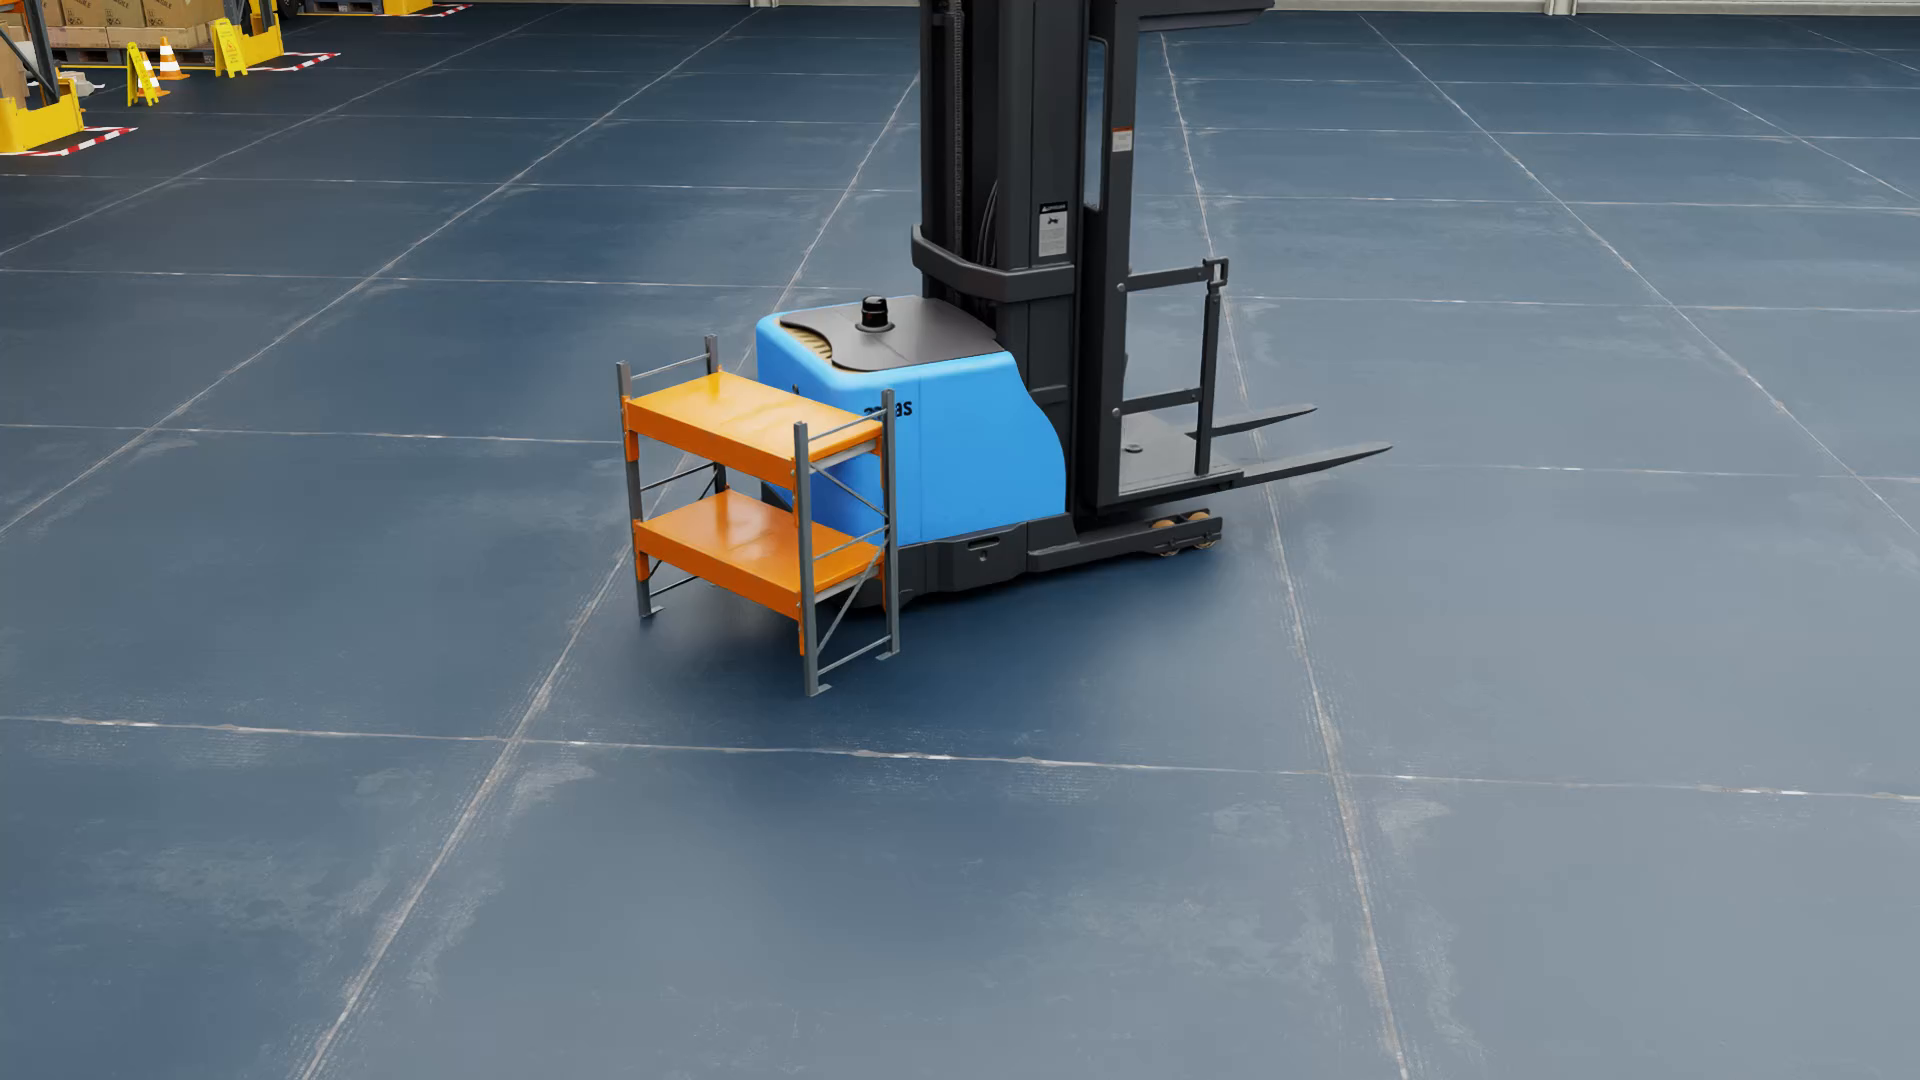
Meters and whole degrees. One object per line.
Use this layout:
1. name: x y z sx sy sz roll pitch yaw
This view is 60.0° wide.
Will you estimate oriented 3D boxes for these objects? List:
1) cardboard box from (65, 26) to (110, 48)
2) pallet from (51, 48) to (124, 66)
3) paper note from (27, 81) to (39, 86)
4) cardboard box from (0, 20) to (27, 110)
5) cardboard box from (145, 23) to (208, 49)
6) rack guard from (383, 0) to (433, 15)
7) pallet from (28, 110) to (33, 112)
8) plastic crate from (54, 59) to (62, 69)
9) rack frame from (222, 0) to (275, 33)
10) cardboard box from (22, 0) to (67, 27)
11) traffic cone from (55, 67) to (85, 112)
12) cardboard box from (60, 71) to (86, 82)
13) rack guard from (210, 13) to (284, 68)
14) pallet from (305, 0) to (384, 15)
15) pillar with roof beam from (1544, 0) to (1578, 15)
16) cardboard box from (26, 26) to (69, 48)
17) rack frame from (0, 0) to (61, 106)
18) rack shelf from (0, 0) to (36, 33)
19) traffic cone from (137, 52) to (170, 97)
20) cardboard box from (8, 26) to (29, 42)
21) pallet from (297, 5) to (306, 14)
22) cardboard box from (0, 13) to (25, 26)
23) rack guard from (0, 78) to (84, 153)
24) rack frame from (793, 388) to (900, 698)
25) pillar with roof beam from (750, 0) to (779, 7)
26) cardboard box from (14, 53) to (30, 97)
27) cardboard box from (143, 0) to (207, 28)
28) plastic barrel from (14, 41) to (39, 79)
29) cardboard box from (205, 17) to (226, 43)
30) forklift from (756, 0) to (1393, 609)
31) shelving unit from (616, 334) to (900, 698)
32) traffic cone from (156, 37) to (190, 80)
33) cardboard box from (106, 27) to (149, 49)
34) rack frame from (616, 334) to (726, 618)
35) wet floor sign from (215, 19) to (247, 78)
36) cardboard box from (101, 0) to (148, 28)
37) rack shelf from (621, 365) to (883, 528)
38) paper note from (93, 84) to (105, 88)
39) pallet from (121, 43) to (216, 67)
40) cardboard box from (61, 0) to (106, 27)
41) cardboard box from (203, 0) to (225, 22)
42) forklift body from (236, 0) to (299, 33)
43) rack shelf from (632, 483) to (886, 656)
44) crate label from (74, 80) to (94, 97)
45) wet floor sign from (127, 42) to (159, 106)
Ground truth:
1. cardboard box: -10.614 -6.218 20.461 0.500 0.250 0.500 1 25 2
2. pallet: -10.846 -6.145 20.851 1.213 0.211 1.003 2 25 4
3. paper note: -10.680 -5.264 19.168 0.142 0.019 0.148 11 27 22
4. cardboard box: -9.709 -4.481 15.940 0.875 0.875 0.875 2 25 4
5. cardboard box: -9.600 -6.184 20.388 0.500 0.250 0.500 2 25 4
6. rack guard: -8.349 -8.261 25.104 0.348 0.500 1.175 2 25 4
7. pallet: -9.831 -3.988 16.164 1.213 0.211 1.003 2 25 4
8. plastic crate: -11.235 -5.738 20.124 0.583 0.080 0.402 -7 26 -14
9. rack frame: -8.749 -7.328 20.087 0.127 3.000 1.000 2 25 4
10. cardboard box: -11.119 -6.577 20.346 0.500 0.500 0.500 3 25 7
11. traffic cone: -9.448 -4.718 17.450 0.334 0.463 0.336 2 25 4
12. cardboard box: -10.210 -5.233 18.945 0.250 0.149 0.380 16 29 31
13. rack guard: -8.825 -6.195 20.615 0.348 0.500 1.175 2 25 4
14. pallet: -9.139 -8.137 25.182 1.213 0.211 1.003 2 25 4
15. pillar with roof beam: 8.619 -10.150 19.043 0.400 9.000 9.100 2 25 4
16. cardboard box: -11.108 -6.238 20.505 0.500 0.250 0.500 2 25 3
17. rack frame: -9.028 -5.262 15.597 0.127 3.000 1.000 2 25 4
18. rack shelf: -11.022 -4.999 15.886 4.000 0.370 1.077 2 25 4
19. traffic cone: -9.023 -5.178 18.450 0.334 0.463 0.336 2 25 4
20. cardboard box: -11.637 -6.254 20.540 0.500 0.250 0.500 3 25 7
21. pallet: -10.352 -8.177 25.269 1.213 0.211 1.003 2 25 4
22. cardboard box: -11.635 -6.595 20.383 0.500 0.500 0.500 3 25 6
23. rack guard: -9.004 -4.125 16.117 0.348 0.500 1.175 2 25 4
24. rack frame: -0.423 0.018 6.366 0.032 1.125 0.500 20 32 37
25. pillar with roof beam: -3.345 -10.534 19.878 0.400 9.000 9.100 2 25 4
26. cardboard box: -10.694 -5.195 18.438 0.637 0.503 0.797 -17 30 -32
27. cardboard box: -9.568 -6.527 20.237 0.500 0.500 0.500 2 25 4
28. plastic barrel: -10.925 -5.593 19.398 0.421 0.421 0.512 22 33 39
29. cardboard box: -9.532 -6.411 20.881 0.500 0.250 0.500 2 25 4
30. forklift: 0.641 -1.441 7.374 3.031 2.935 1.130 -12 27 -24
31. shelving unit: -0.804 -0.123 6.672 1.048 1.125 0.538 20 32 37
32. traffic cone: -9.277 -5.652 19.479 0.334 0.463 0.336 2 25 4
33. cardboard box: -10.092 -6.203 20.430 0.500 0.250 0.500 2 25 4
34. rack frame: -1.185 -0.264 6.978 0.032 1.125 0.500 20 32 37
35. wet floor sign: -8.642 -5.806 19.597 0.232 0.644 0.267 11 27 22
36. cardboard box: -10.089 -6.543 20.270 0.500 0.500 0.500 3 25 6
37. rack shelf: -0.804 -0.389 6.550 1.000 0.278 0.538 20 32 37
38. paper note: -9.844 -5.180 18.971 0.142 0.019 0.148 -7 26 -14
39. pallet: -9.632 -6.104 20.764 1.213 0.211 1.003 2 25 4
40. cardboard box: -10.591 -6.562 20.312 0.500 0.500 0.500 1 25 3
41. cardboard box: -9.556 -6.752 20.725 0.500 0.500 0.500 1 25 2
42. forklift body: -10.403 -8.312 23.240 1.214 2.155 2.313 2 25 4
43. rack shelf: -0.804 0.099 6.774 1.000 0.278 0.538 20 32 37
44. crate label: -9.811 -5.030 18.517 0.298 0.136 0.250 -11 27 -23
45. wet floor sign: -8.847 -5.017 17.880 0.232 0.644 0.267 -2 25 -5
